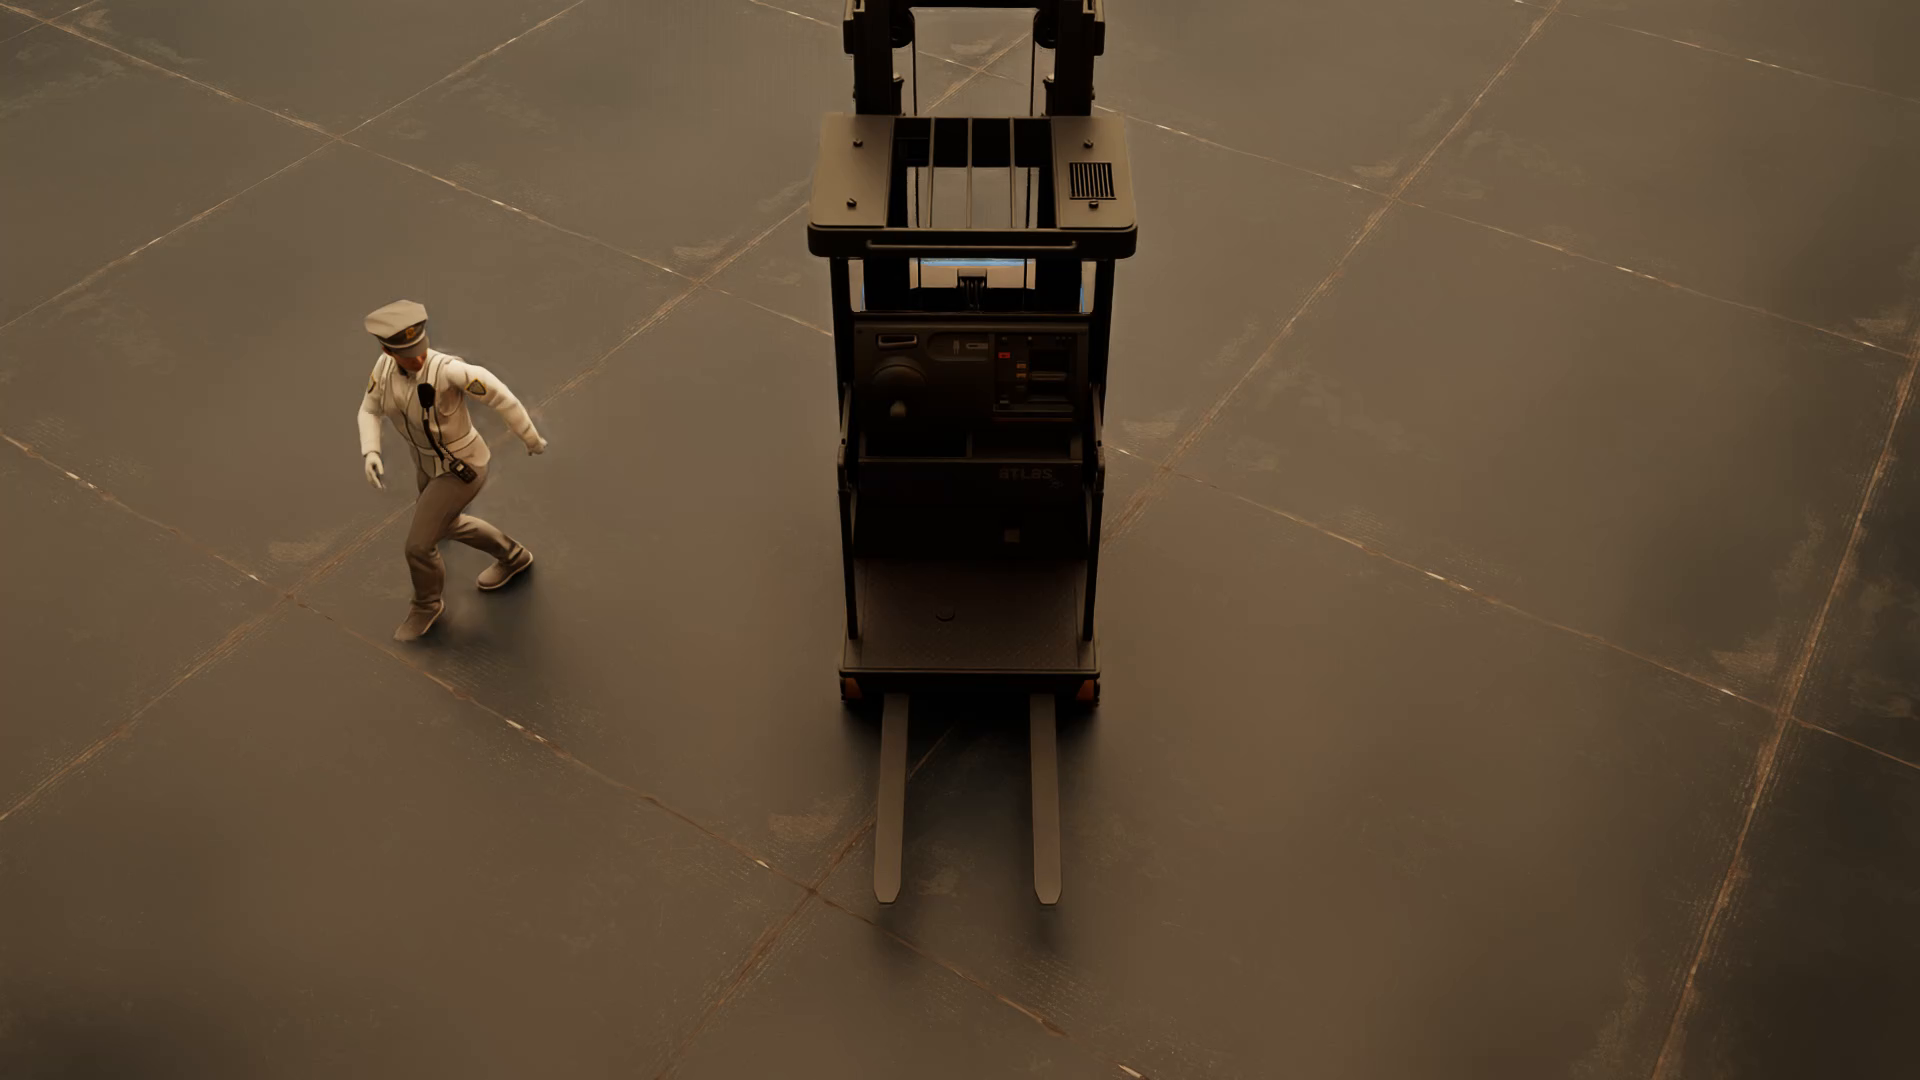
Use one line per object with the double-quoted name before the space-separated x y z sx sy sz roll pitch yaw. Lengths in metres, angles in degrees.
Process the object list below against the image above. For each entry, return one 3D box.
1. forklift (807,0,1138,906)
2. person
"forklift" 0.045 -0.582 6.462 1.130 2.935 3.031 0 43 0
"person" -2.241 -0.305 7.175 0.849 1.647 0.527 -31 52 -29
